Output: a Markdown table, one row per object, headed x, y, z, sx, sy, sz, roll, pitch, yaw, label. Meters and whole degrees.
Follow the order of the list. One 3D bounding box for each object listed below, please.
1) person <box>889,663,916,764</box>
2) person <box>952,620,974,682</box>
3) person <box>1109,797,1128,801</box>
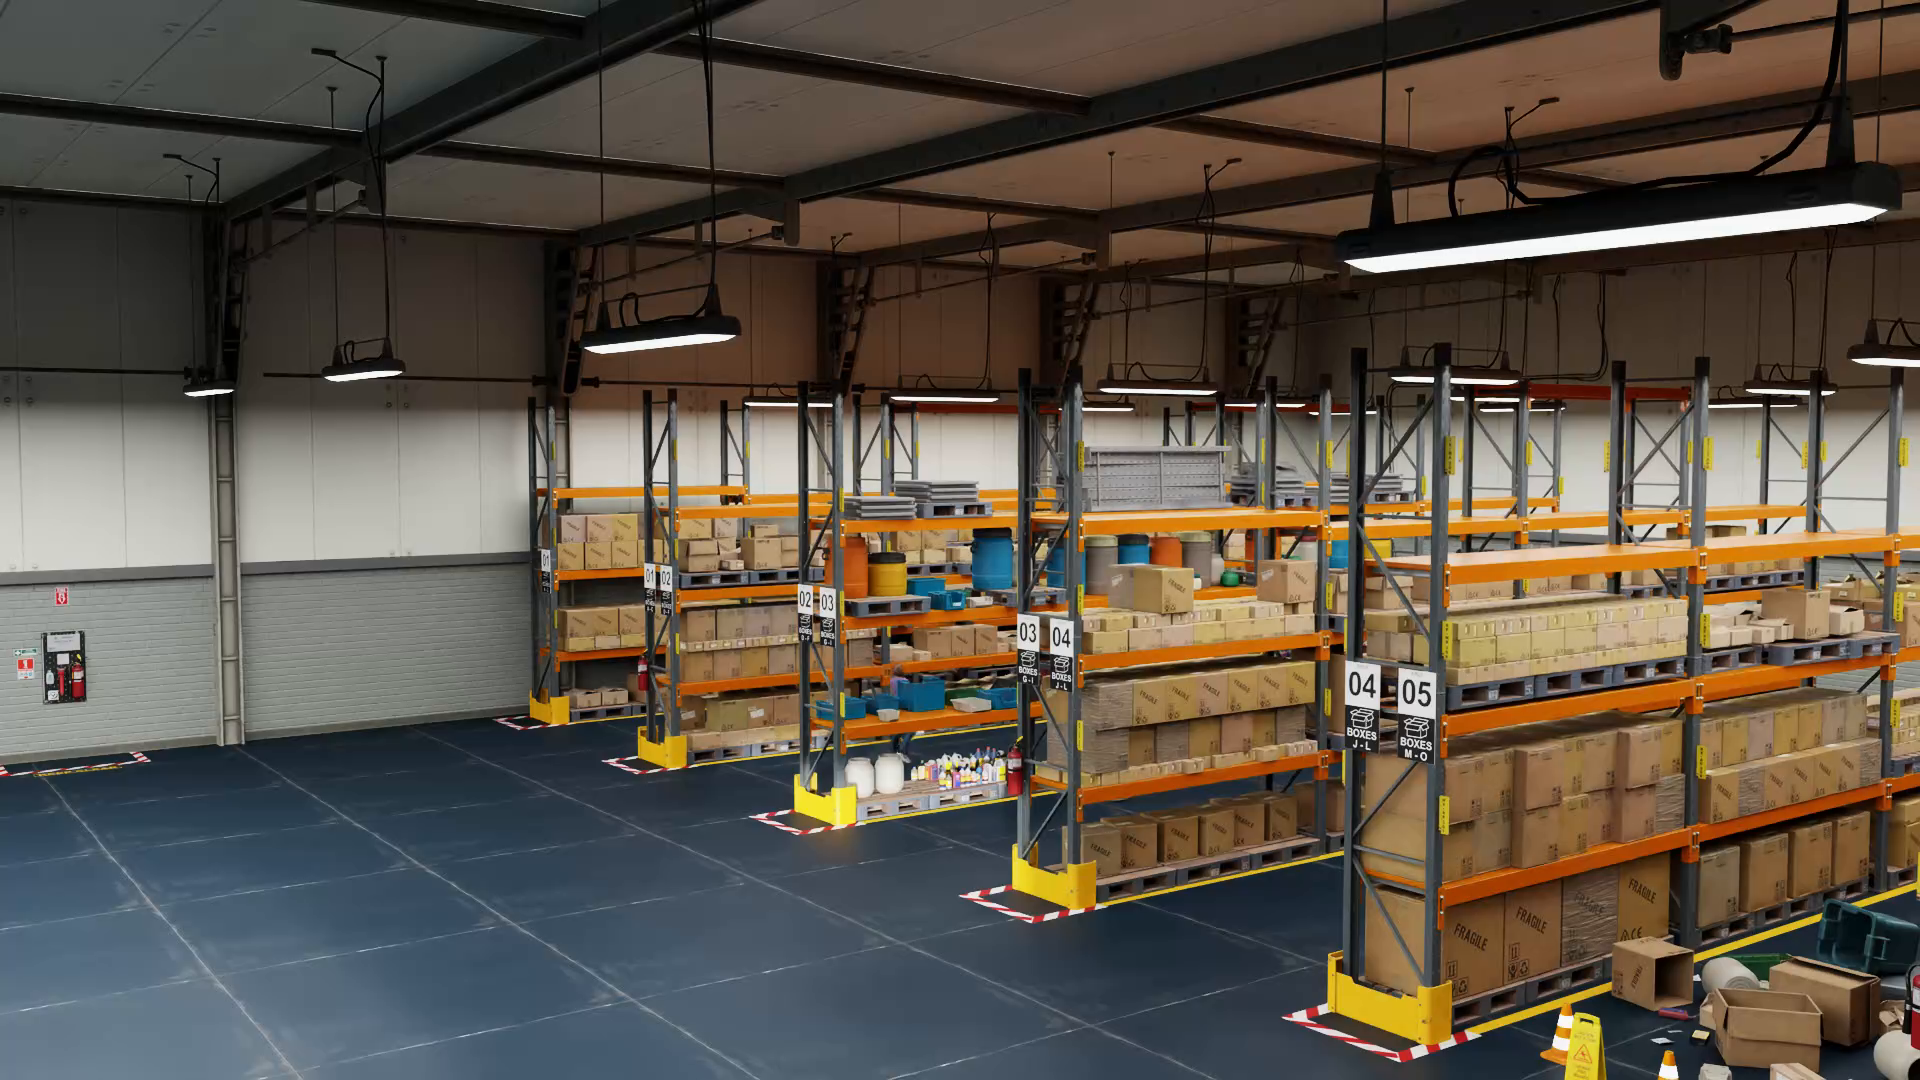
| x | y | z | sx | sy | sz | roll | pitch | yaw | label |
| --- | --- | --- | --- | --- | --- | --- | --- | --- | --- |
| -0.927 | 2.787 | 26.735 | 0.431 | 1.631 | 0.492 | -1 | 3 | -10 | person |
| 0.081 | 2.077 | 33.043 | 0.492 | 1.757 | 0.508 | 0 | 3 | 0 | person |
| 2.250 | 2.877 | 23.962 | 0.378 | 1.738 | 0.550 | 1 | 4 | 22 | person |
